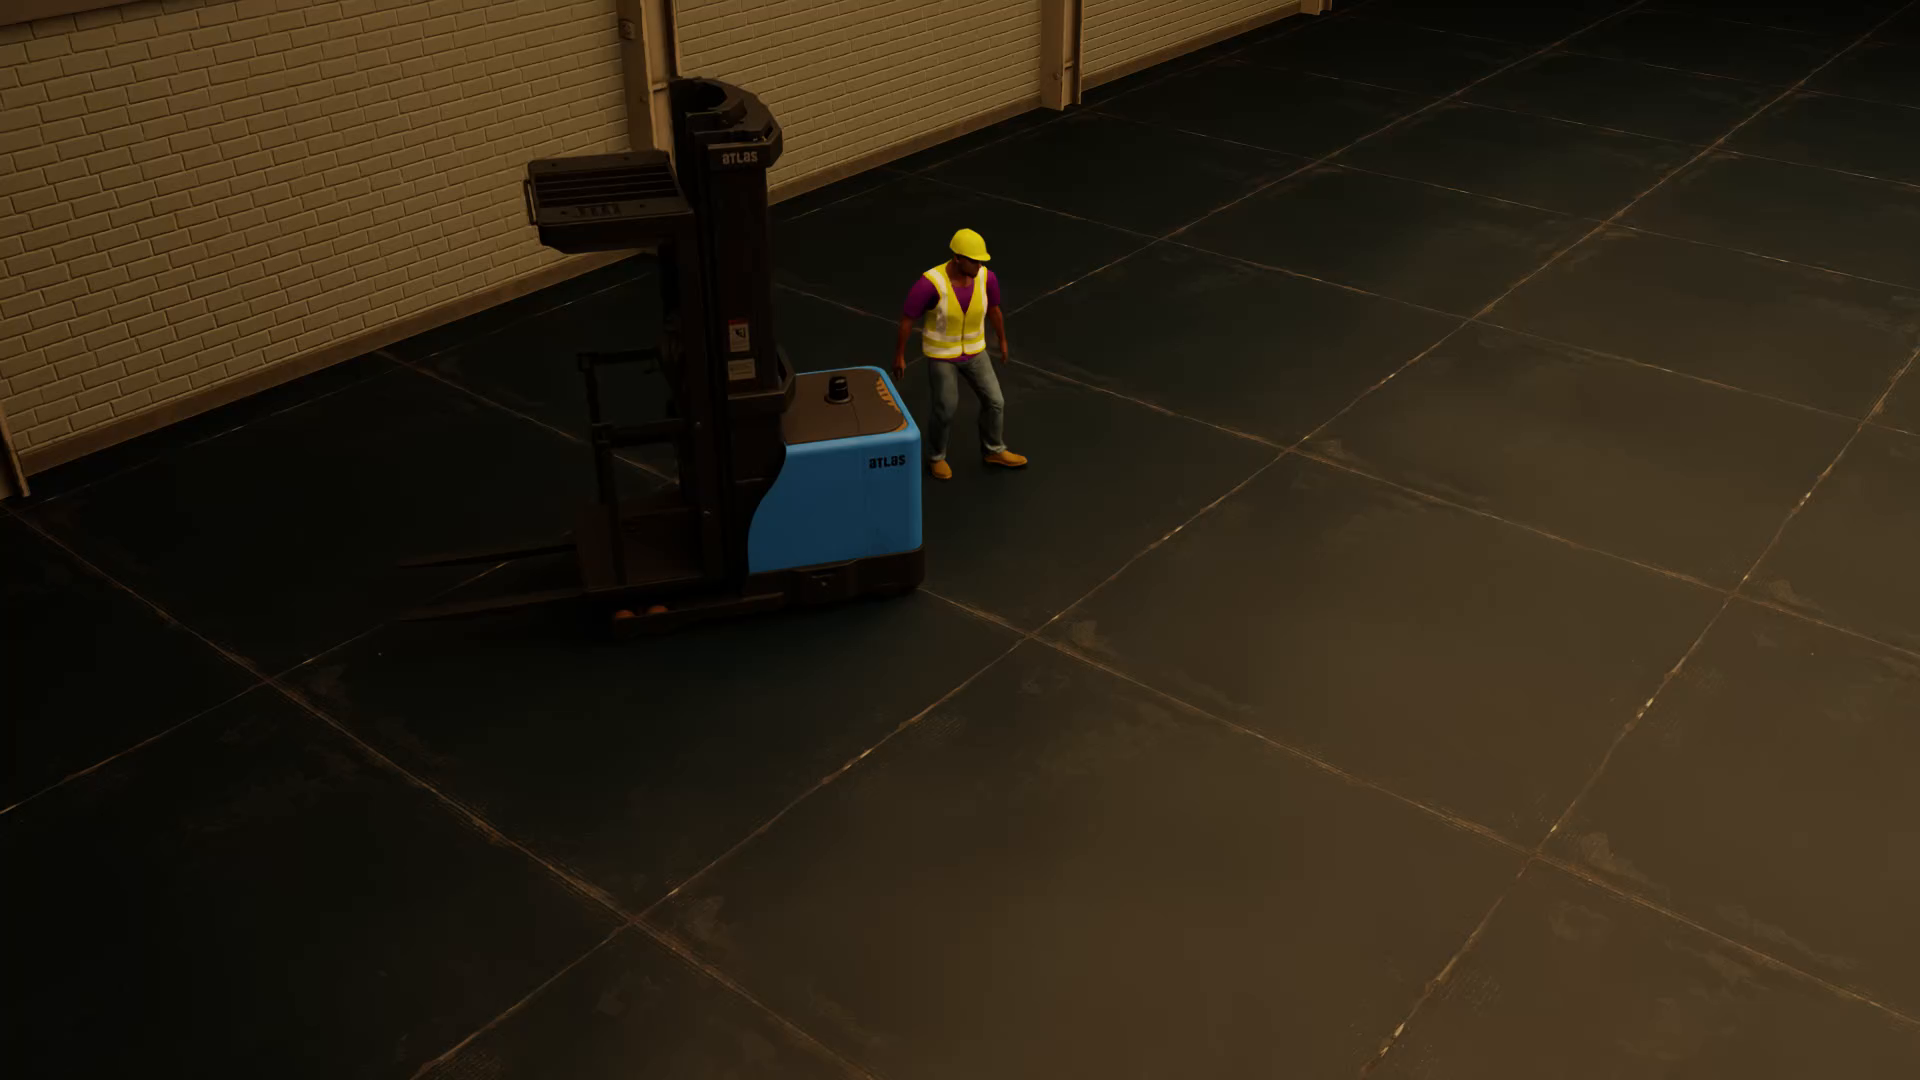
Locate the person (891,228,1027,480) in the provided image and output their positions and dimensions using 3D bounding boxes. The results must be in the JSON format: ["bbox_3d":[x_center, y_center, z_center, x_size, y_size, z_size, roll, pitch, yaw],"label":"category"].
[{"bbox_3d":[0.006,-1.217,10.872,0.881,1.733,0.456,-14,33,-22],"label":"person"}]

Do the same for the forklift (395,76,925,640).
[{"bbox_3d":[-1.785,-0.990,9.289,3.031,2.935,1.130,-8,31,-13],"label":"forklift"}]
